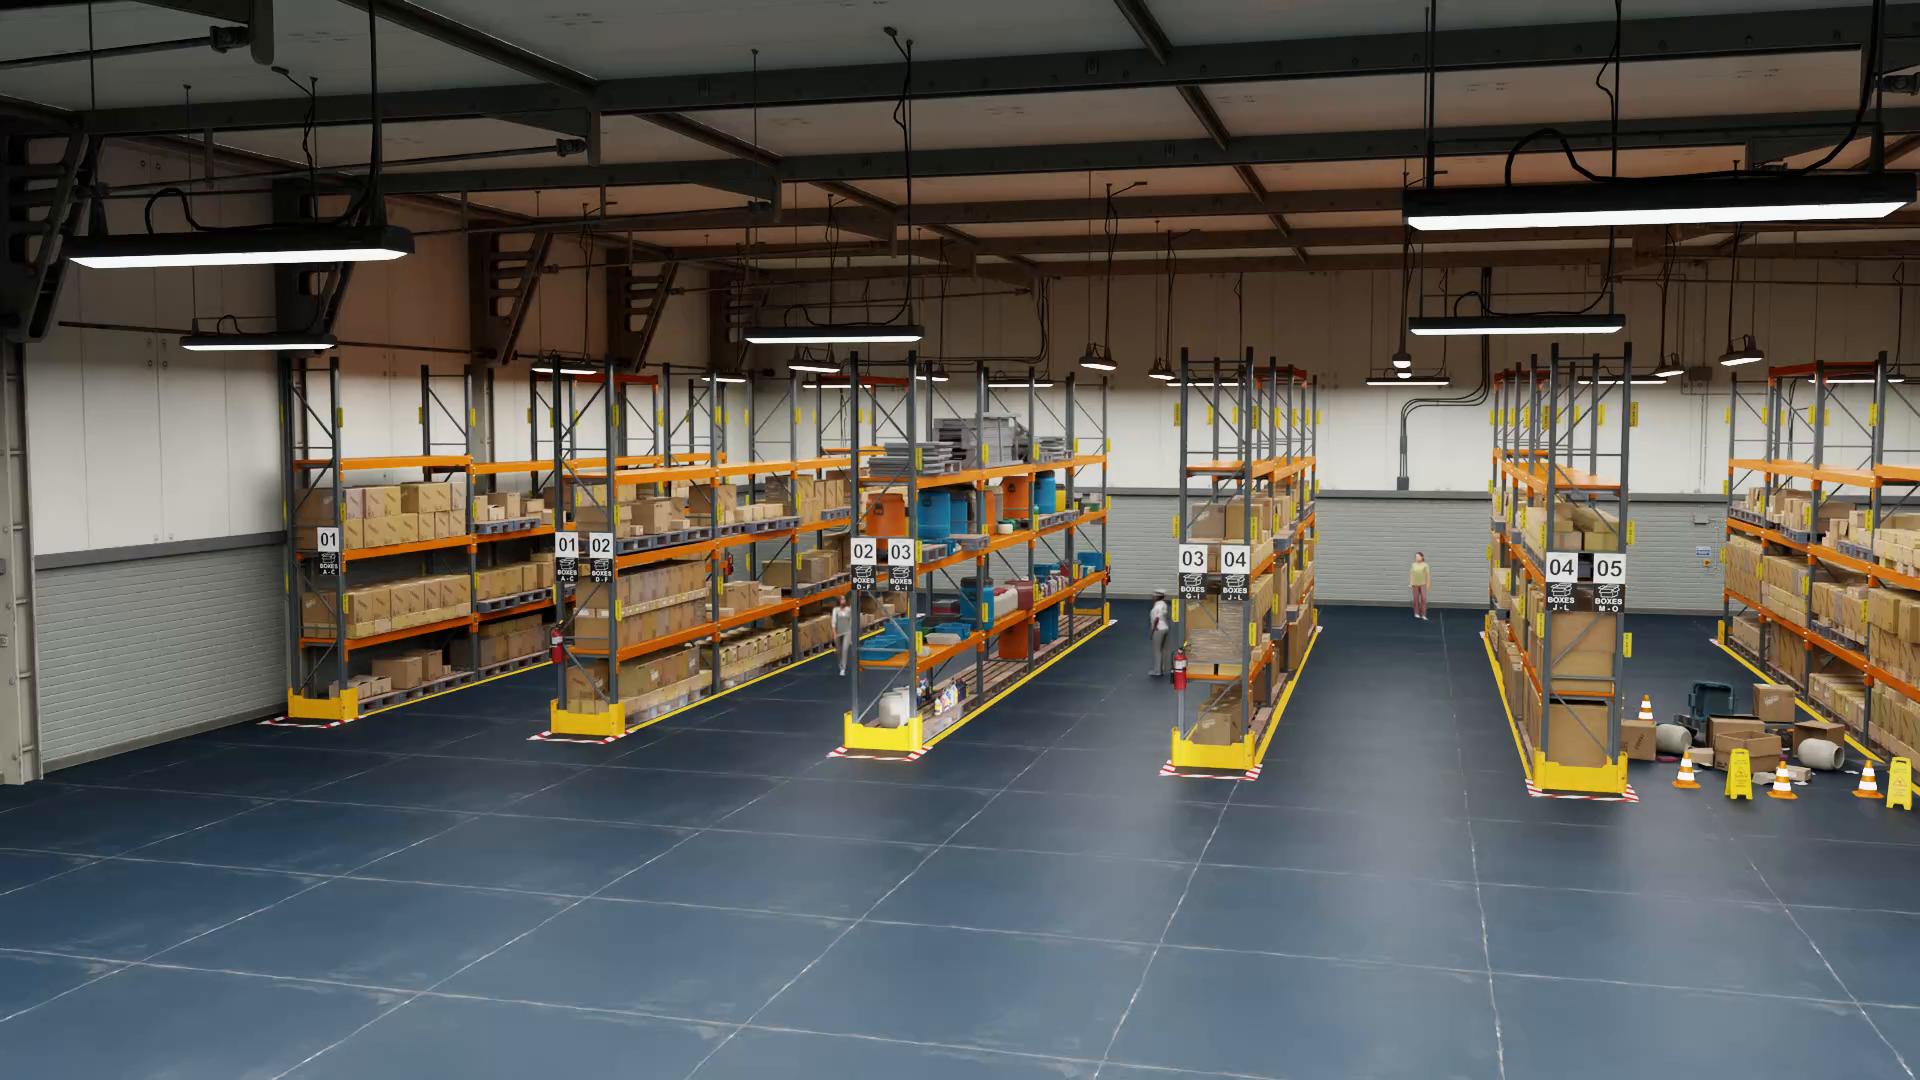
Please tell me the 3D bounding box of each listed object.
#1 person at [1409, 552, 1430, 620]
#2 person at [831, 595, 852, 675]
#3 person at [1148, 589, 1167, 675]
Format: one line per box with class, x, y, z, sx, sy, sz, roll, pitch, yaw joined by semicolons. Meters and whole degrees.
person;11.470;1.143;41.495;0.530;1.689;0.547;1;4;10
person;-2.288;1.825;32.392;0.394;1.535;0.847;0;4;6
person;3.839;1.791;32.292;0.375;1.680;0.456;1;4;18
